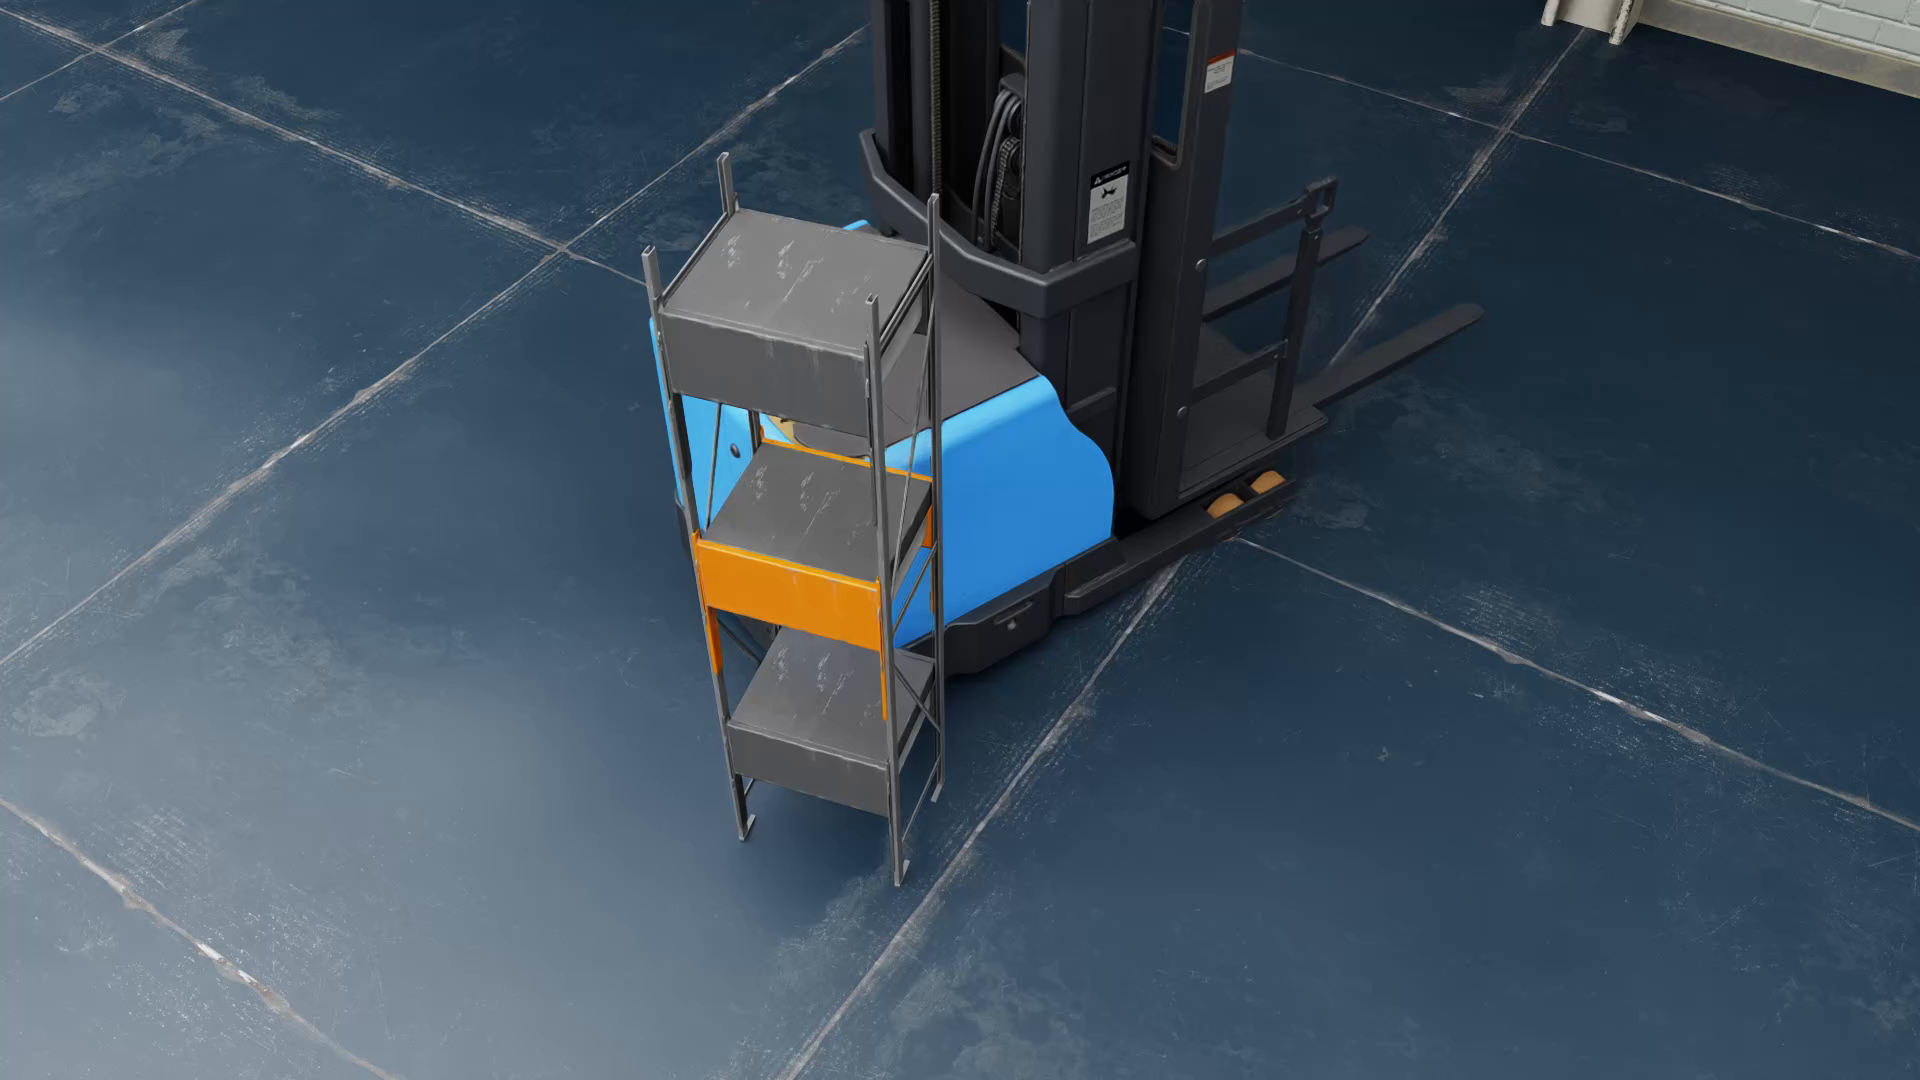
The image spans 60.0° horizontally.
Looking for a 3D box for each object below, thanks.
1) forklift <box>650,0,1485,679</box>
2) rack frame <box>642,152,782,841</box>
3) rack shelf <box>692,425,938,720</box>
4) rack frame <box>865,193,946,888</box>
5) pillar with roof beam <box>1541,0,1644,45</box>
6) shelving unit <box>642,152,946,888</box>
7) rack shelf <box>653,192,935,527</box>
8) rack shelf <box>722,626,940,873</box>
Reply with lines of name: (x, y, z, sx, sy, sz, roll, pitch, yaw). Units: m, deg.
forklift: (0.558, -1.301, 4.971, 3.031, 2.935, 1.130, -27, 52, -24)
rack frame: (-0.577, 0.017, 4.270, 0.015, 2.100, 0.400, 14, 47, 13)
rack shelf: (-0.347, 0.083, 4.224, 0.480, 0.518, 0.431, 14, 47, 13)
rack frame: (-0.116, 0.130, 4.159, 0.015, 2.100, 0.400, 14, 47, 13)
pillar with roof beam: (0.801, -3.113, 2.500, 0.400, 9.000, 9.100, 25, 51, 22)
shelving unit: (-0.347, 0.073, 4.215, 0.503, 2.100, 0.431, 14, 47, 13)
rack shelf: (-0.347, -0.405, 3.722, 0.480, 0.518, 0.431, 14, 47, 13)
rack shelf: (-0.347, 0.571, 4.726, 0.480, 0.518, 0.431, 14, 47, 13)
